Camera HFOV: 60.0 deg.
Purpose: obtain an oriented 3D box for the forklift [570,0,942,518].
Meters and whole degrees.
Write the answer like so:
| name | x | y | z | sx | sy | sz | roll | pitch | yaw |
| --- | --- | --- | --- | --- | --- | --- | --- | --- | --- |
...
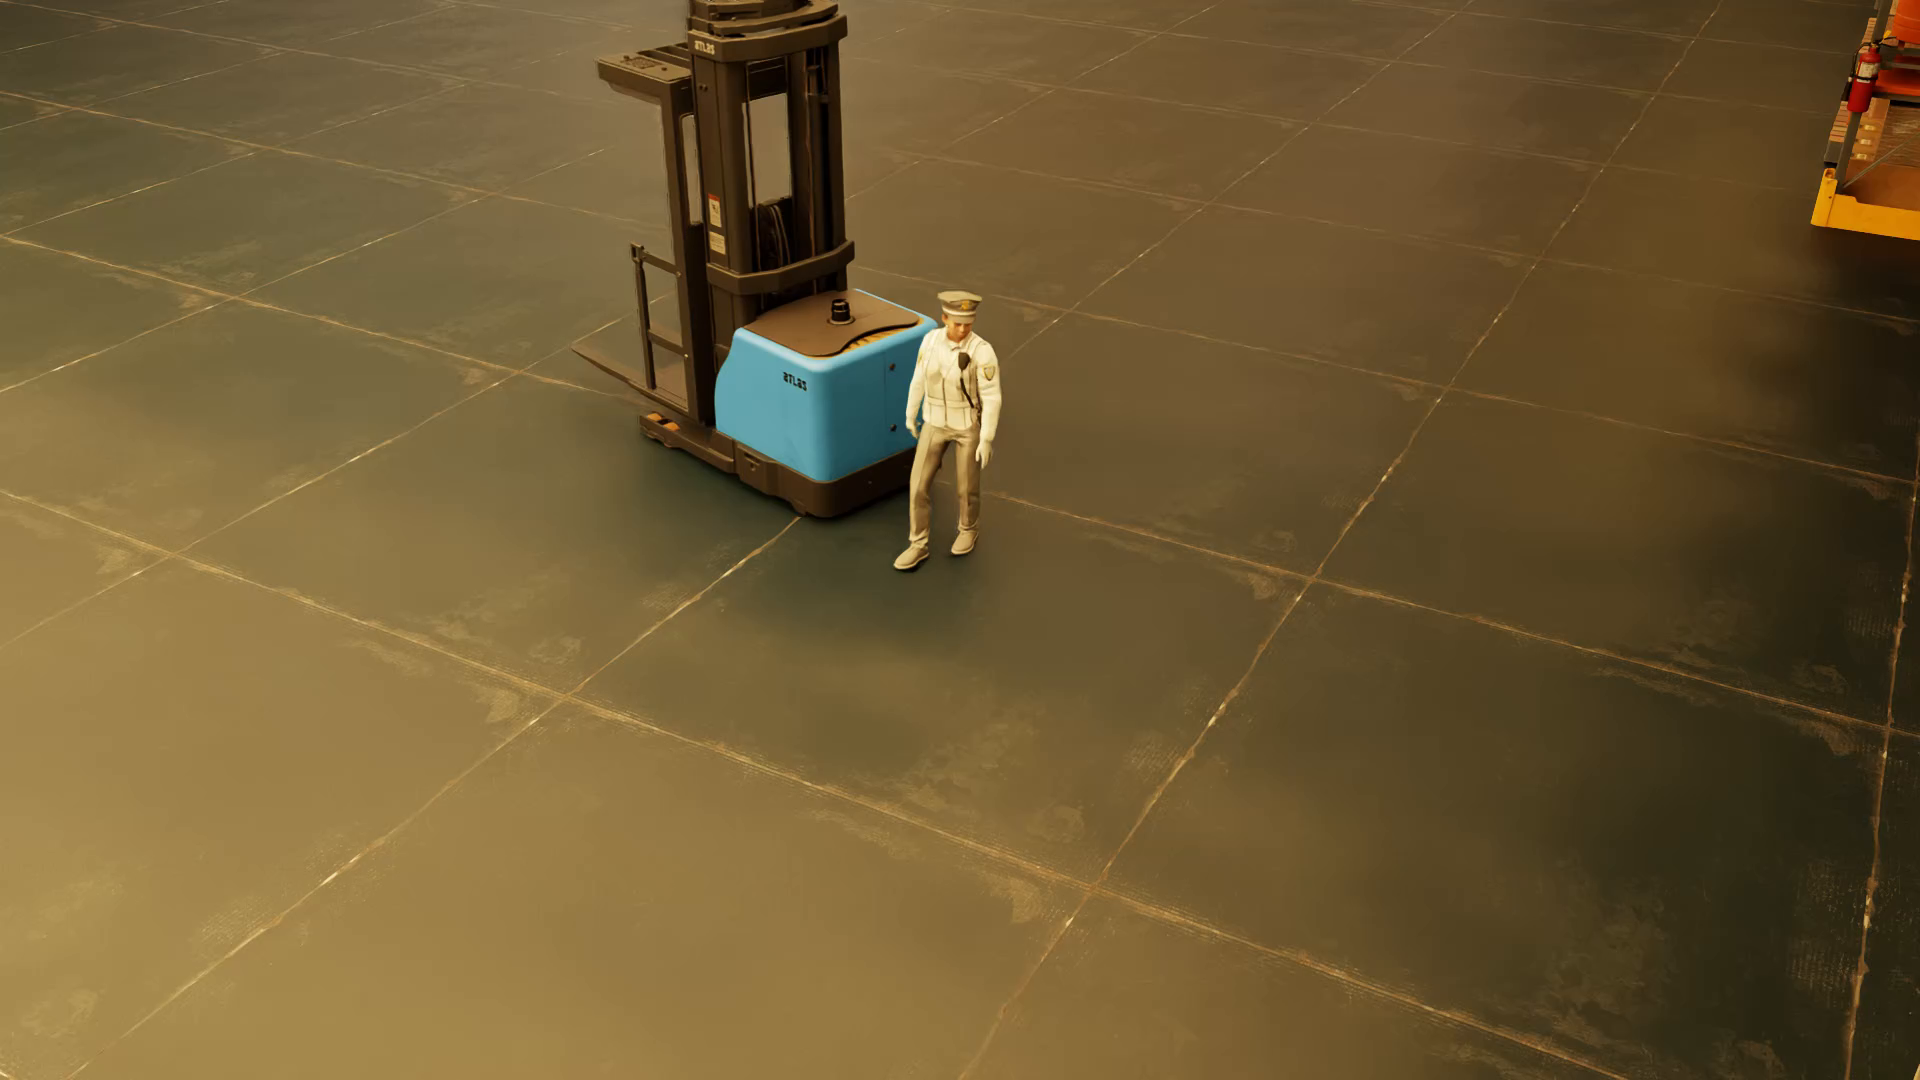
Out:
| name | x | y | z | sx | sy | sz | roll | pitch | yaw |
| --- | --- | --- | --- | --- | --- | --- | --- | --- | --- |
| forklift | -1.506 | -2.044 | 10.611 | 1.130 | 2.935 | 3.031 | -26 | 39 | -37 |

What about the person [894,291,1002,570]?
| name | x | y | z | sx | sy | sz | roll | pitch | yaw |
| --- | --- | --- | --- | --- | --- | --- | --- | --- | --- |
| person | -0.062 | -0.610 | 9.422 | 0.615 | 1.643 | 0.603 | 10 | 32 | 17 |
